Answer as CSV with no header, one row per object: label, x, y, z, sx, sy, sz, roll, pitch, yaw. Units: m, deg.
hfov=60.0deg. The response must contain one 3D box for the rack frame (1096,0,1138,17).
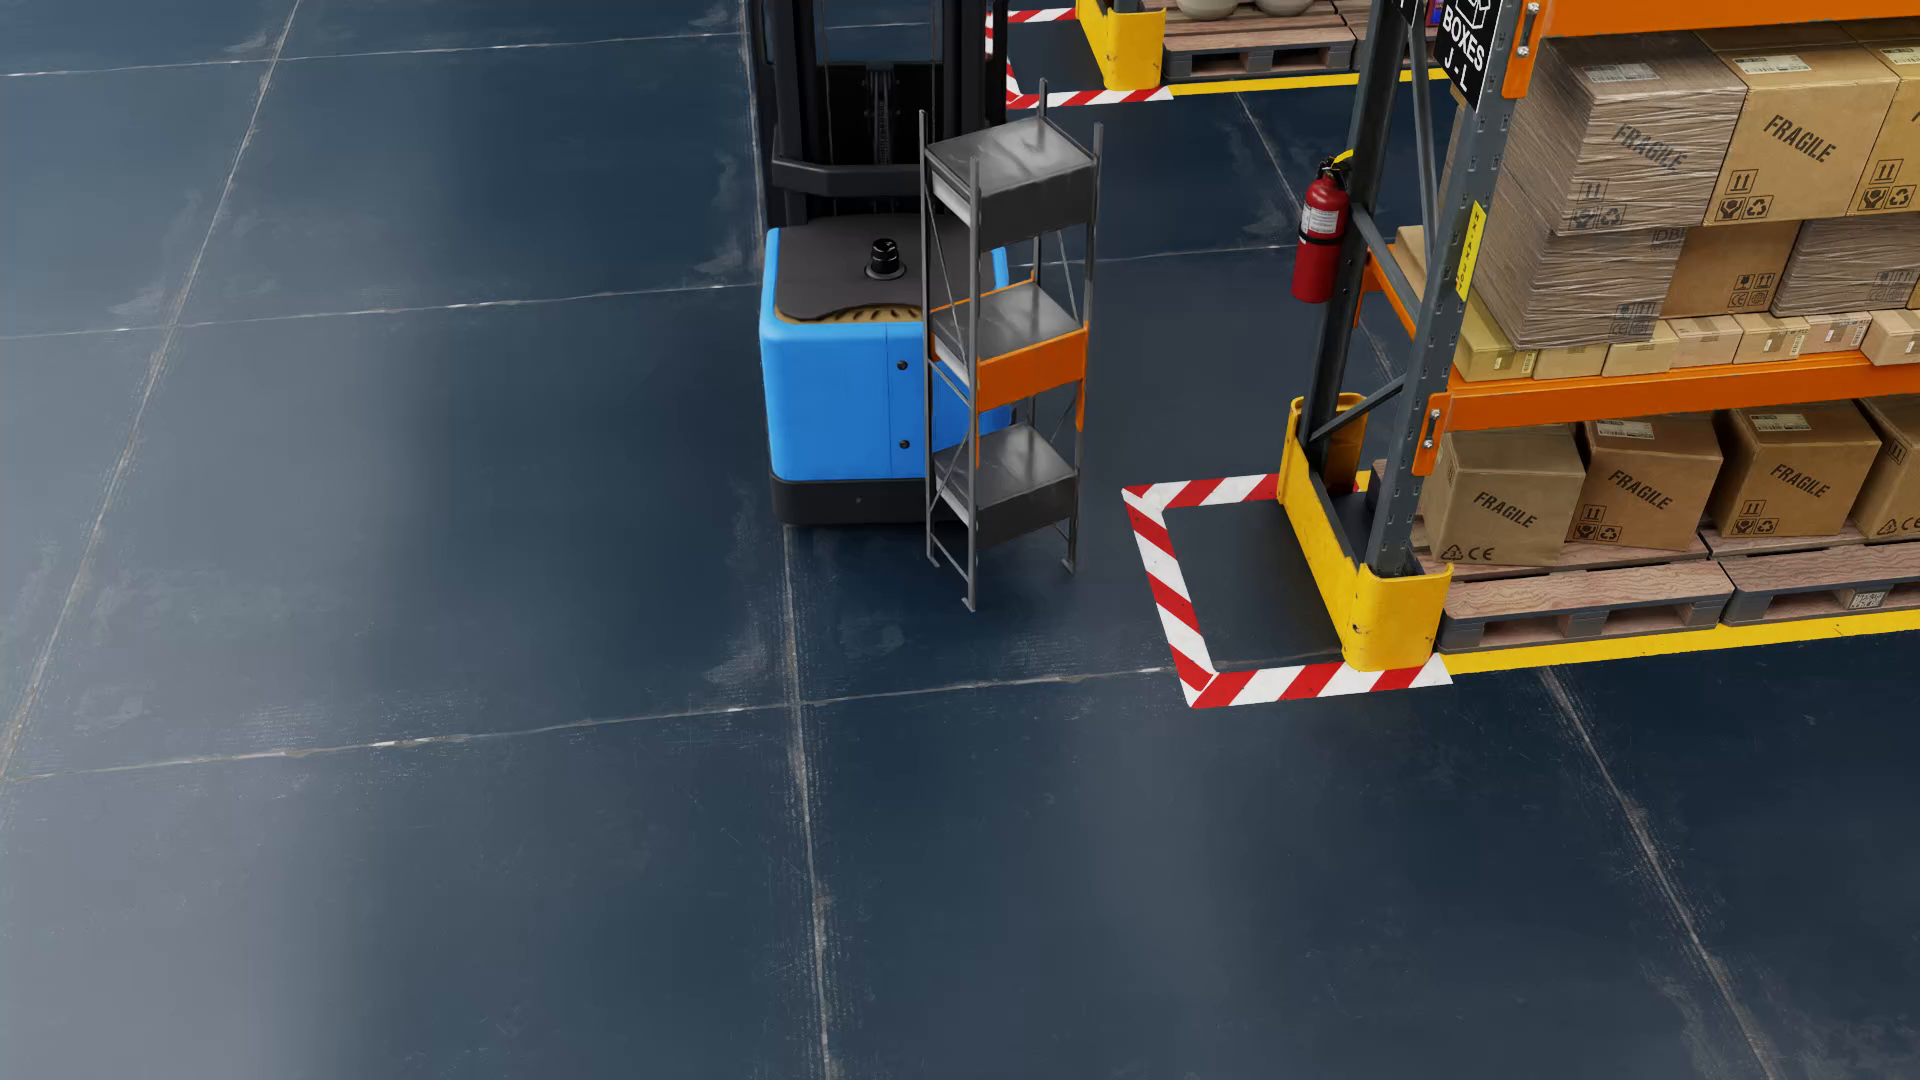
rack frame,0.943,-4.266,9.739,0.127,3.000,1.000,-5,42,-6

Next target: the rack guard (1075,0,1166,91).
rack guard,1.013,-3.375,10.619,0.348,0.500,1.175,-5,42,-6

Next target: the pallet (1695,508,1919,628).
pallet,3.678,-0.098,7.201,1.213,0.211,1.003,-5,42,-6

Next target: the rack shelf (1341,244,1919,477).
rack shelf,3.569,-0.883,6.526,4.000,0.370,1.077,-5,42,-6

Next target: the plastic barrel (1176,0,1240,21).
plastic barrel,1.586,-3.606,10.552,0.421,0.512,0.421,0,42,0

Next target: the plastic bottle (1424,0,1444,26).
plastic bottle,3.008,-3.378,10.455,0.133,0.283,0.061,-4,42,-5

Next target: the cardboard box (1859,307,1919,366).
cardboard box,3.399,-0.815,6.102,0.250,0.149,0.380,-5,42,-6

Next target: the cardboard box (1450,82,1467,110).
cardboard box,2.099,-1.707,5.860,0.500,0.500,0.500,-5,42,-6

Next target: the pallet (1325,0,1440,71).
pallet,3.026,-3.439,10.905,1.213,0.211,1.003,-5,42,-6

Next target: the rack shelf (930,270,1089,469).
rack shelf,0.175,-0.664,6.439,0.480,0.518,0.431,-20,46,-21

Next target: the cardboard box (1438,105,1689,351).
cardboard box,2.134,-1.153,5.992,0.500,0.500,0.875,-5,42,-6

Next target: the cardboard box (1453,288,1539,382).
cardboard box,1.899,-0.749,6.029,0.250,0.149,0.380,-5,42,-6

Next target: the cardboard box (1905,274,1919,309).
cardboard box,3.613,-1.327,6.185,0.500,0.500,0.875,-5,42,-6

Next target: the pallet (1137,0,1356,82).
pallet,1.819,-3.335,10.790,1.213,0.211,1.003,-5,42,-6

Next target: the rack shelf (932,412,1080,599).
rack shelf,0.175,-0.144,6.908,0.480,0.518,0.431,-20,46,-21

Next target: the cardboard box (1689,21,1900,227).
cardboard box,2.663,-1.401,5.520,0.500,0.500,0.500,-5,42,-6

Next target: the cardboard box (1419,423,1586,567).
cardboard box,2.207,-0.247,6.837,0.500,0.500,0.500,2,42,2

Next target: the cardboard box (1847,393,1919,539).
cardboard box,3.977,-0.382,6.987,0.500,0.500,0.500,-9,43,-9

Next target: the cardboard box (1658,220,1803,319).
cardboard box,2.615,-1.276,6.129,0.500,0.500,0.875,-5,42,-6

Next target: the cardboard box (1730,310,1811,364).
cardboard box,2.893,-0.823,6.110,0.250,0.149,0.380,-5,42,-6

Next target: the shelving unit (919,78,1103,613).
shelving unit,0.175,-0.674,6.430,0.503,2.100,0.431,-20,46,-21

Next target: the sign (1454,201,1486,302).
sign,1.656,-0.937,5.403,0.005,0.325,0.100,-5,42,-6

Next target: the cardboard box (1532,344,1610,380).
cardboard box,2.149,-0.758,6.039,0.250,0.149,0.380,-5,42,-6

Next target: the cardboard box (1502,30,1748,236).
cardboard box,2.166,-1.362,5.477,0.500,0.500,0.500,-5,42,-6

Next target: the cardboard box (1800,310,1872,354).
cardboard box,3.138,-0.862,6.154,0.250,0.149,0.380,-5,42,-6

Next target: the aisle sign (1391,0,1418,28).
aisle sign,1.485,-2.135,5.437,0.004,0.787,0.394,-5,42,-6

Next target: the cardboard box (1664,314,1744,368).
cardboard box,2.644,-0.805,6.091,0.250,0.149,0.380,-5,42,-6

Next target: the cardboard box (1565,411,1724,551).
cardboard box,2.795,-0.322,6.920,0.500,0.500,0.500,5,42,6

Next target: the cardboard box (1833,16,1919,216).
cardboard box,3.158,-1.445,5.569,0.500,0.500,0.500,-5,42,-6

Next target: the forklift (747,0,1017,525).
forklift,-0.352,-2.124,7.416,1.130,2.935,3.031,-2,42,-2

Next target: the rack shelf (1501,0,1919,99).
rack shelf,3.569,-1.997,5.522,4.000,0.370,1.077,-5,42,-6

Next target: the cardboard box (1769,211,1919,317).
cardboard box,3.116,-1.291,6.145,0.500,0.500,0.875,-5,42,-6

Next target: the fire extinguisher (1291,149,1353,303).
fire extinguisher,1.412,-1.244,6.447,0.183,0.674,0.296,-5,42,-6

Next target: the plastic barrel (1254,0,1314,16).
plastic barrel,2.083,-3.649,10.600,0.421,0.512,0.421,0,42,0

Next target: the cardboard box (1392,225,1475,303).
cardboard box,1.841,-1.045,6.356,0.250,0.149,0.380,-5,42,-6

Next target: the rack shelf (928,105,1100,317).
rack shelf,0.175,-1.184,5.970,0.480,0.518,0.431,-20,46,-21

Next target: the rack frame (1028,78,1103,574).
rack frame,0.388,-0.753,6.517,0.015,2.100,0.400,-20,46,-21

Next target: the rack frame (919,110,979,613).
rack frame,-0.039,-0.595,6.342,0.015,2.100,0.400,-20,46,-21

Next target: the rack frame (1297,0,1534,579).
rack frame,1.585,-0.976,6.093,0.127,3.000,1.000,-5,42,-6

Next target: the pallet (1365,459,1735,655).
pallet,2.471,0.006,7.086,1.213,0.211,1.003,-5,42,-6

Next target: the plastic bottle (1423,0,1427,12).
plastic bottle,2.884,-3.349,10.484,0.097,0.201,0.097,0,42,0

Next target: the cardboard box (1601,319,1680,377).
cardboard box,2.399,-0.770,6.052,0.250,0.149,0.380,-5,42,-6

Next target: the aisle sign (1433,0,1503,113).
aisle sign,1.563,-1.737,4.995,0.004,0.787,0.394,-5,42,-6

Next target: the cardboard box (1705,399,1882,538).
cardboard box,3.418,-0.363,6.966,0.500,0.500,0.500,-1,42,-2

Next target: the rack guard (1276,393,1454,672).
rack guard,1.661,-0.055,6.937,0.348,0.500,1.175,-5,42,-6
